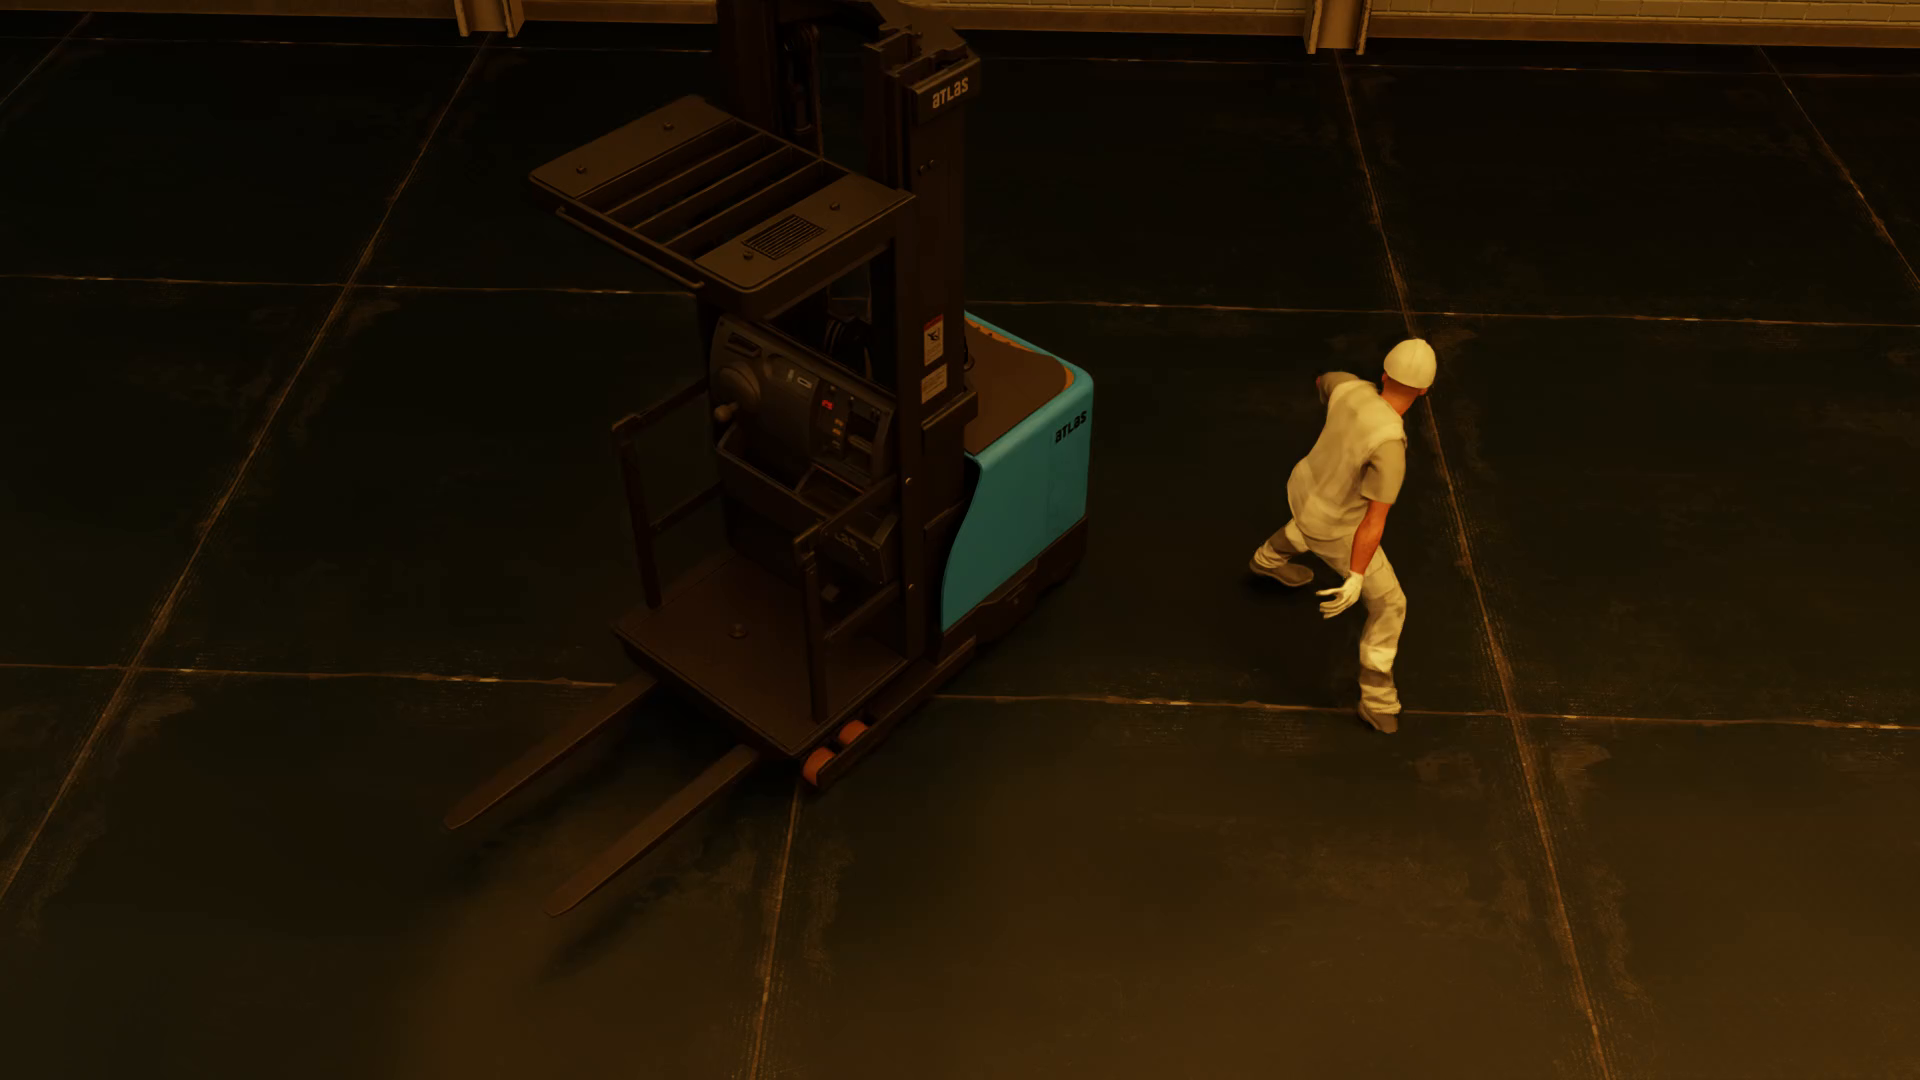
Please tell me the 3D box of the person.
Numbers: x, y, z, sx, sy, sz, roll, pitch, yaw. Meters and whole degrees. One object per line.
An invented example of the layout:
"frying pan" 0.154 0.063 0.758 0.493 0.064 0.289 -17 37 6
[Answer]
"person" 1.618 -0.062 6.873 0.579 1.732 1.128 -3 42 -4

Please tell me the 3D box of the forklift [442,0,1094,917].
"forklift" -0.754 -0.458 6.244 1.130 2.935 3.031 30 50 29
